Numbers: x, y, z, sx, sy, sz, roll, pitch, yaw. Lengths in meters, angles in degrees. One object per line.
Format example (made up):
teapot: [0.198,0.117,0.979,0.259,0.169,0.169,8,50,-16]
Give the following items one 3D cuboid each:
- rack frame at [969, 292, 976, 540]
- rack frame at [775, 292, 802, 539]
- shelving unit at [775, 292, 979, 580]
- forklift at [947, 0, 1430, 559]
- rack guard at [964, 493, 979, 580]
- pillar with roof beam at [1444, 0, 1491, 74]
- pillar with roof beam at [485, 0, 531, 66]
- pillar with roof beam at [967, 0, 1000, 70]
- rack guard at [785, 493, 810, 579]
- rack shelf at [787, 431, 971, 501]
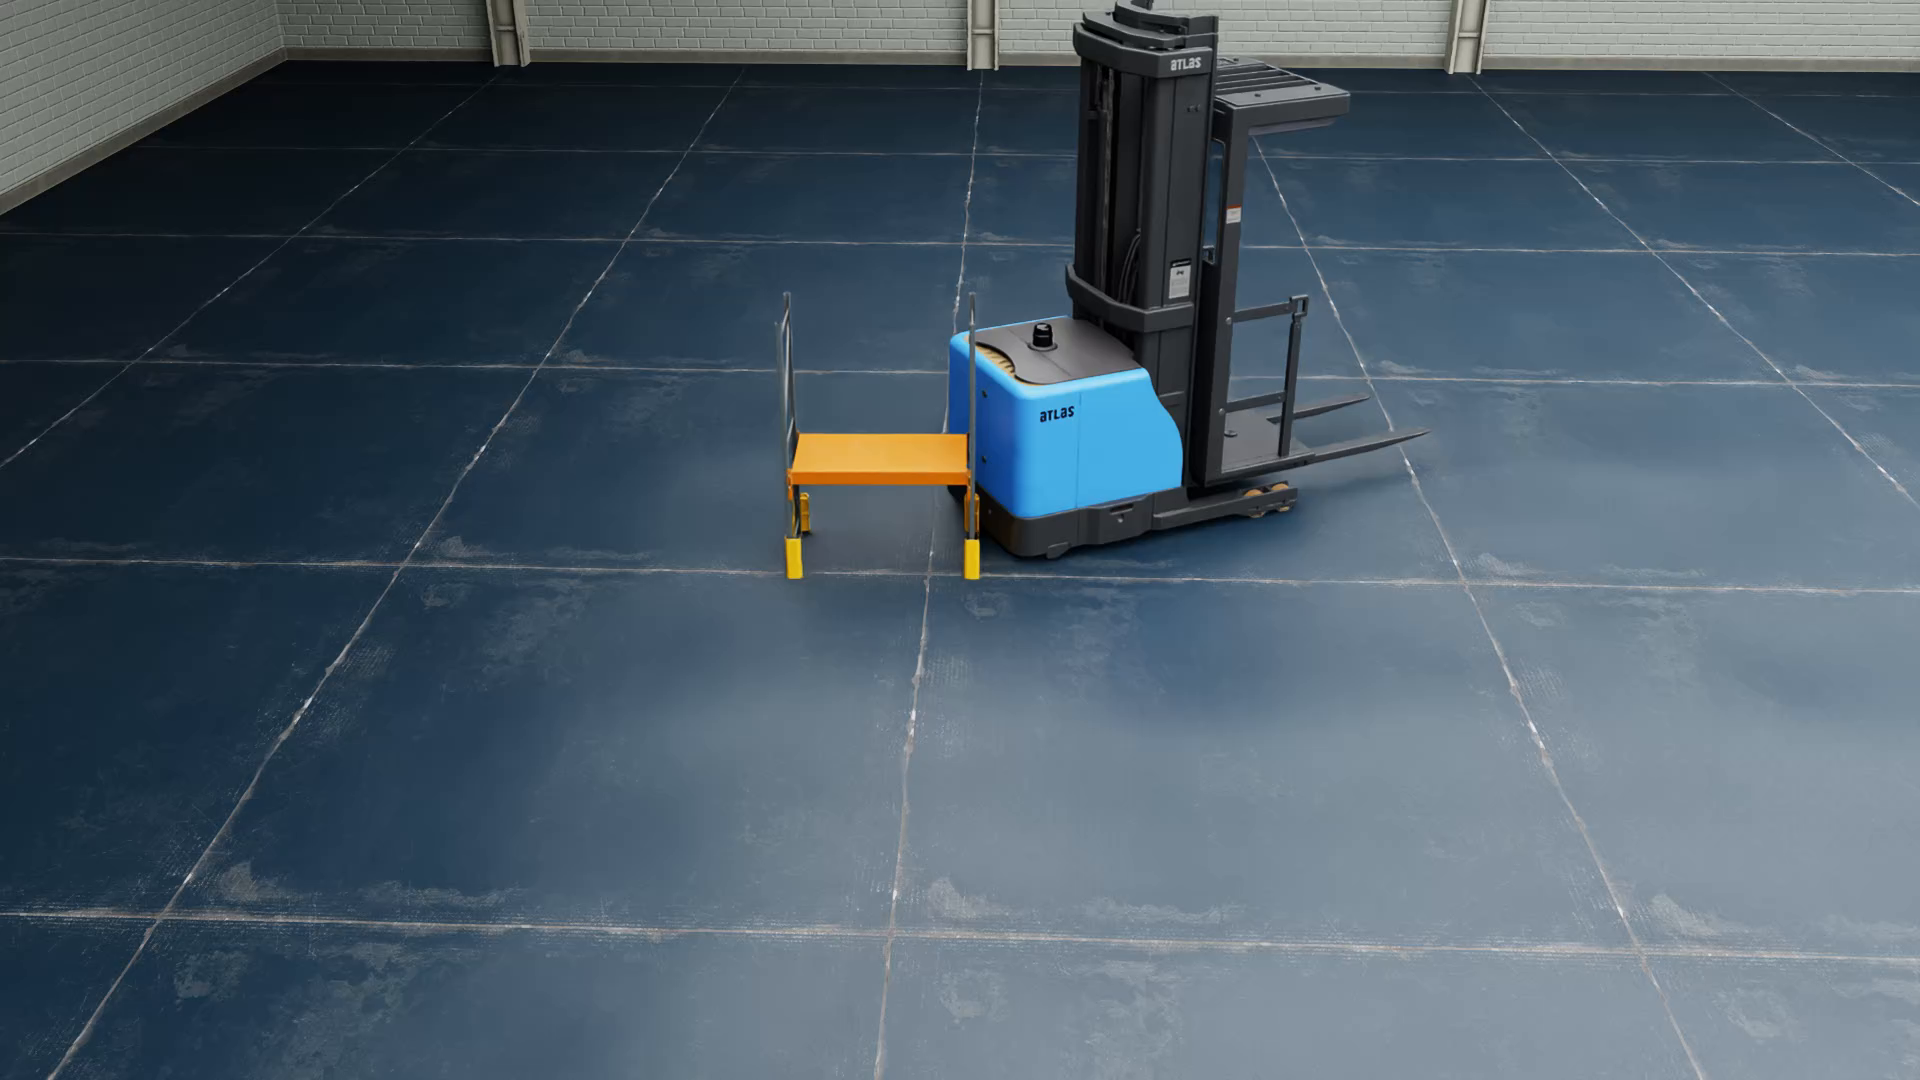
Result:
rack frame: [0.068,-0.577,9.236,0.032,1.500,0.500,0,28,0]
rack frame: [-0.949,-0.579,9.241,0.032,1.500,0.500,0,28,0]
shelving unit: [-0.432,-0.578,9.239,1.083,1.500,0.587,0,28,0]
forklift: [1.483,-1.640,9.714,3.031,2.935,1.130,-12,30,-22]
rack guard: [0.066,-0.024,9.529,0.087,0.250,0.587,0,28,0]
pillar with roof beam: [6.134,-7.837,14.927,0.400,9.000,9.100,1,28,2]
pillar with roof beam: [-5.858,-8.036,15.301,0.400,9.000,9.100,1,28,2]
pillar with roof beam: [0.138,-7.937,15.114,0.400,9.000,9.100,1,28,2]
rack guard: [-0.930,-0.027,9.534,0.087,0.250,0.587,0,28,0]
rack shelf: [-0.441,-0.419,9.323,1.000,0.185,0.538,0,28,0]
